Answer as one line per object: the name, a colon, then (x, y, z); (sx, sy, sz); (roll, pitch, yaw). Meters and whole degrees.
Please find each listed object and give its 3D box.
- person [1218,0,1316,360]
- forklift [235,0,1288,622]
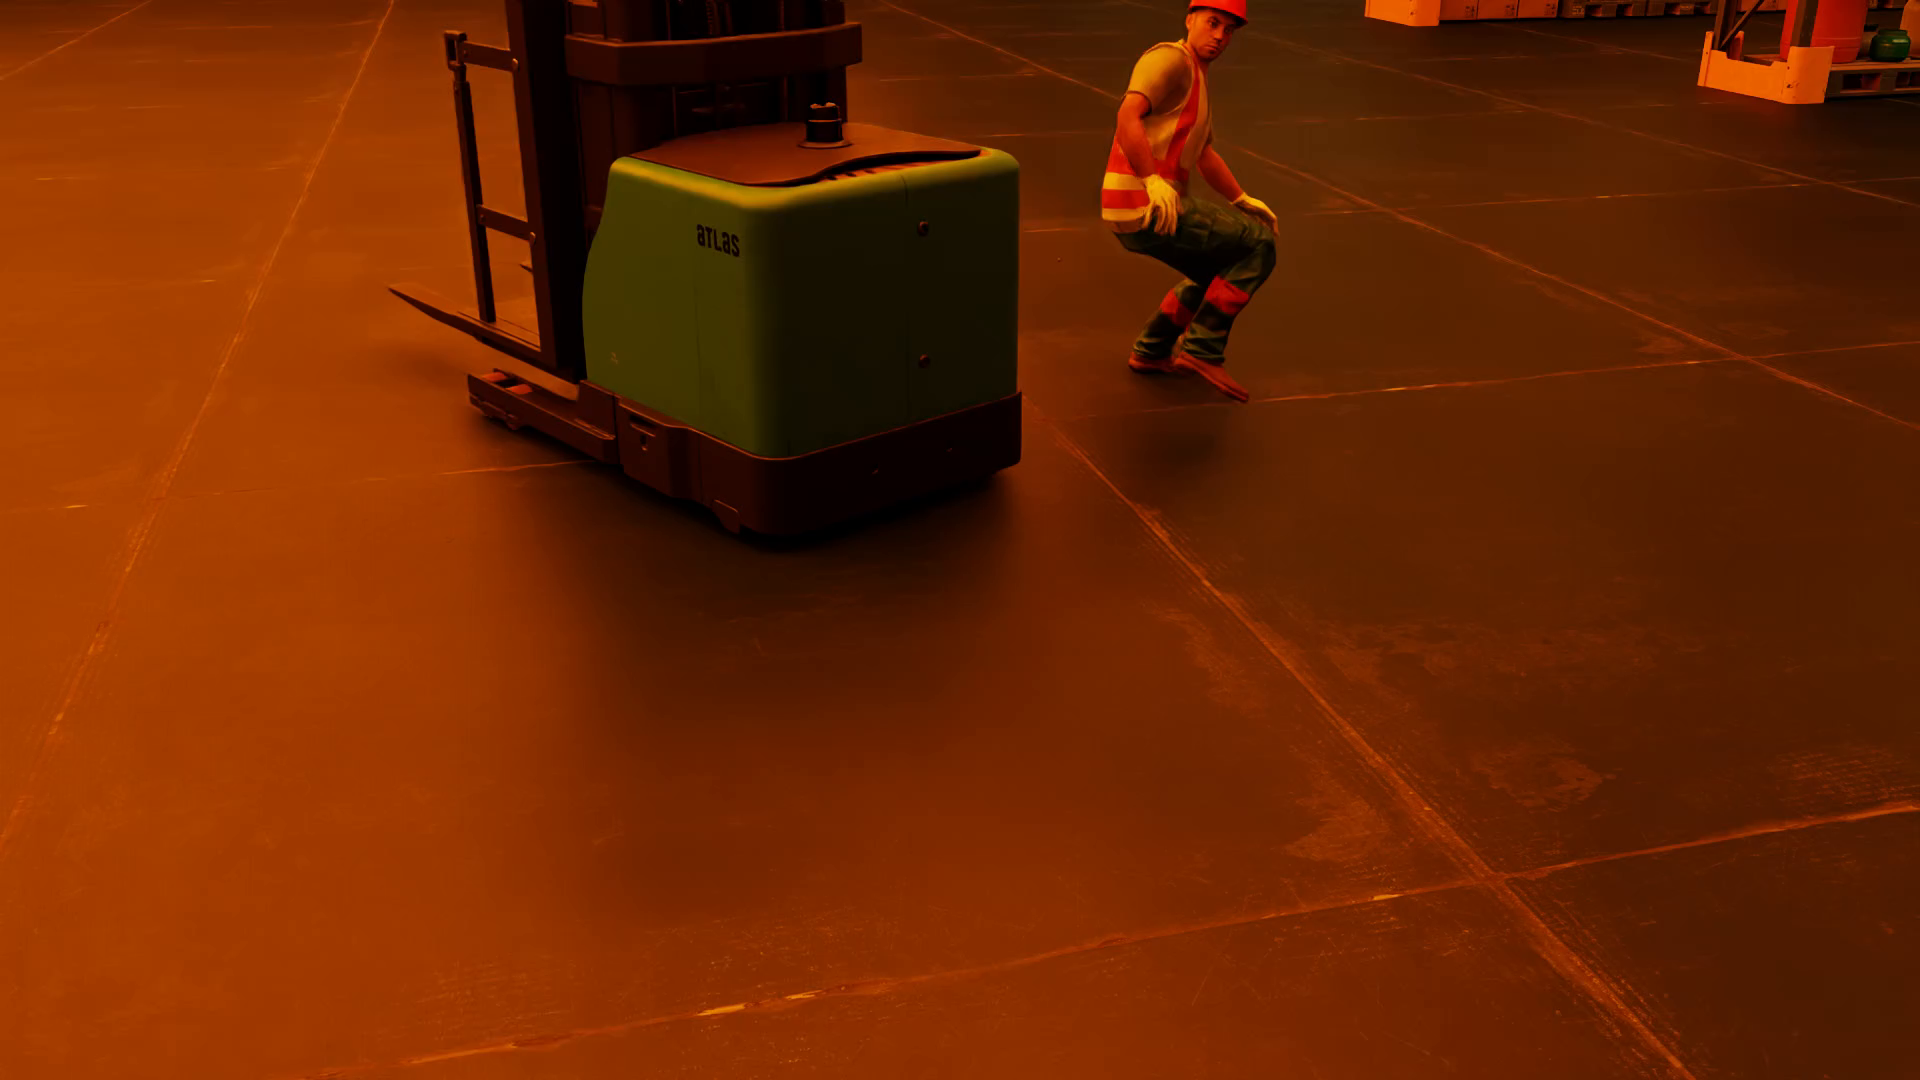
person: (1.266, -1.634, 6.627); (0.454, 1.777, 0.611); (12, 26, 25)
forklift: (-0.610, -1.379, 4.549); (3.031, 2.935, 1.130); (3, 23, 8)
